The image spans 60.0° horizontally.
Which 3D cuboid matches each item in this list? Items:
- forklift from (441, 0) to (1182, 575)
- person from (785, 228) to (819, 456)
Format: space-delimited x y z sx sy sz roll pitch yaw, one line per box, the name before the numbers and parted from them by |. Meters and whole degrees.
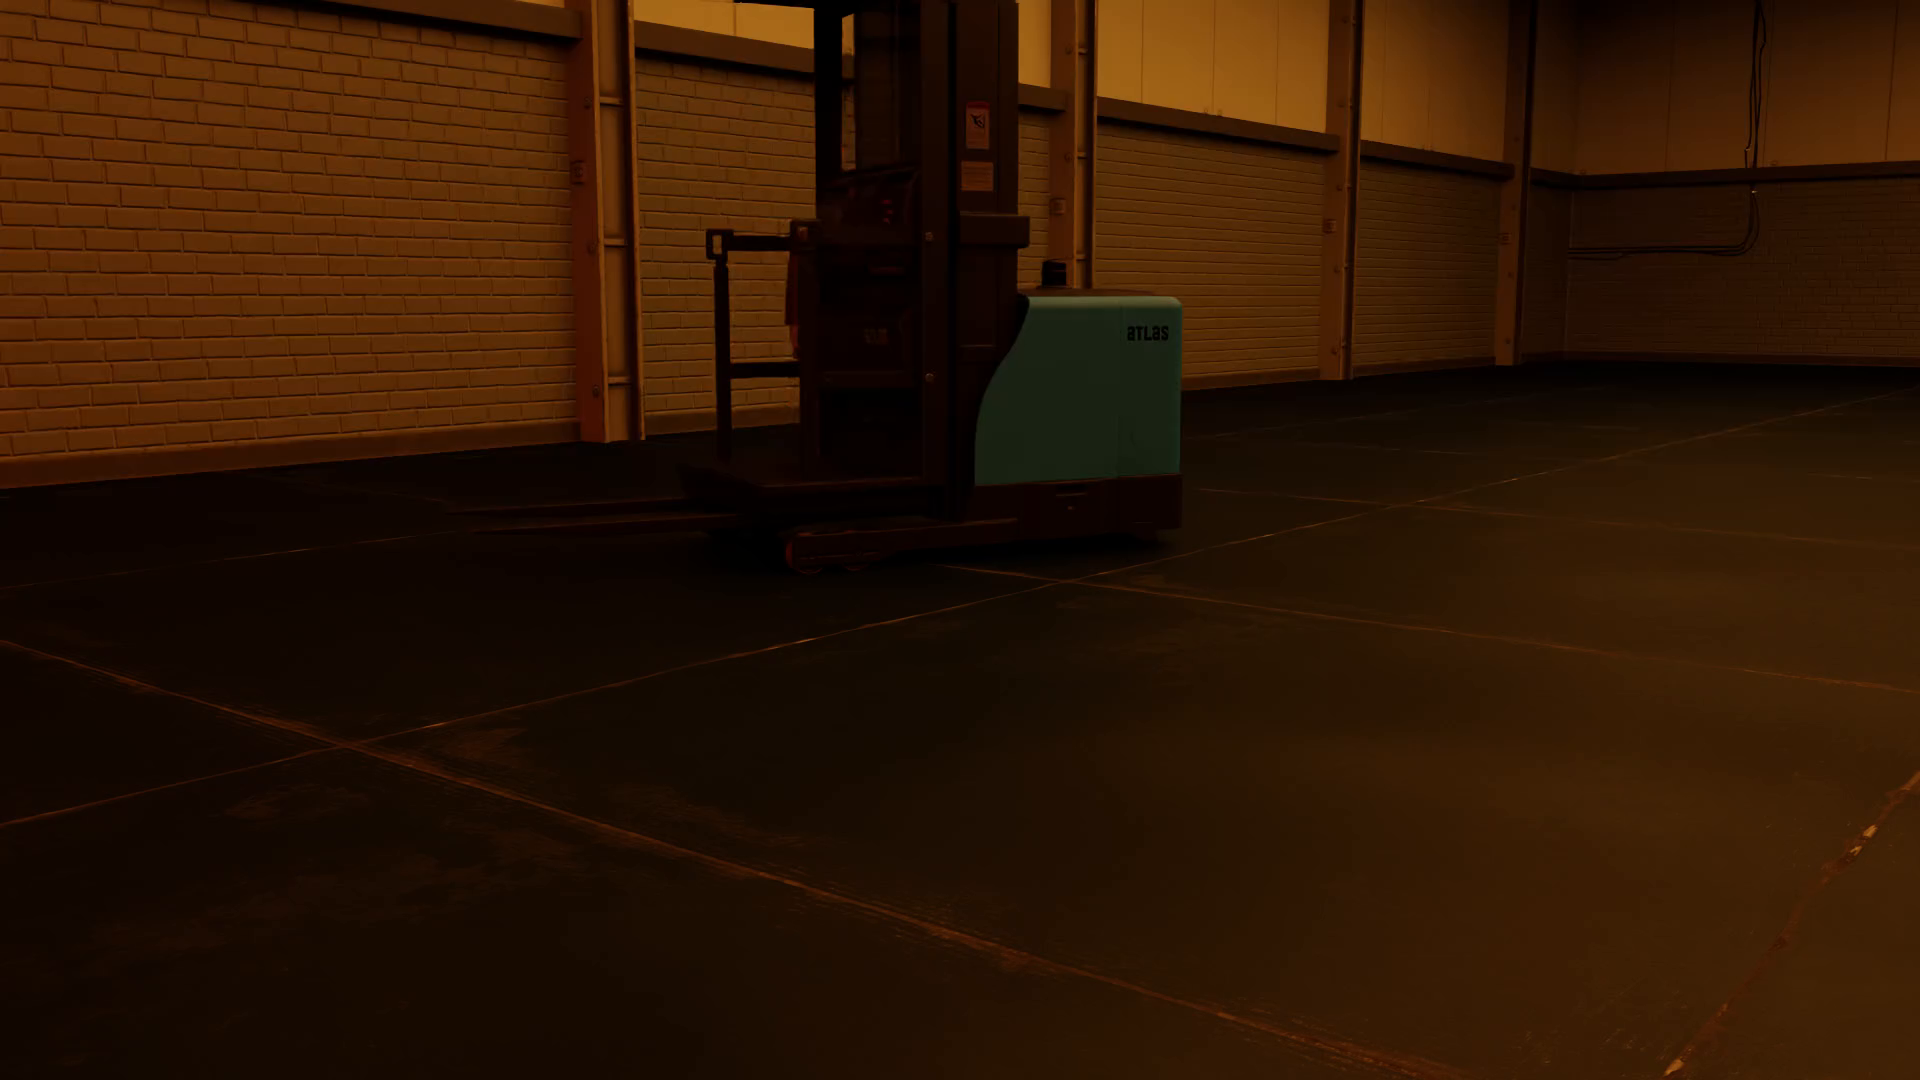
forklift | -0.576 -1.401 6.858 3.031 2.935 1.130 -4 9 -27
person | -0.799 -1.355 10.636 0.660 1.791 0.492 -2 9 -12
